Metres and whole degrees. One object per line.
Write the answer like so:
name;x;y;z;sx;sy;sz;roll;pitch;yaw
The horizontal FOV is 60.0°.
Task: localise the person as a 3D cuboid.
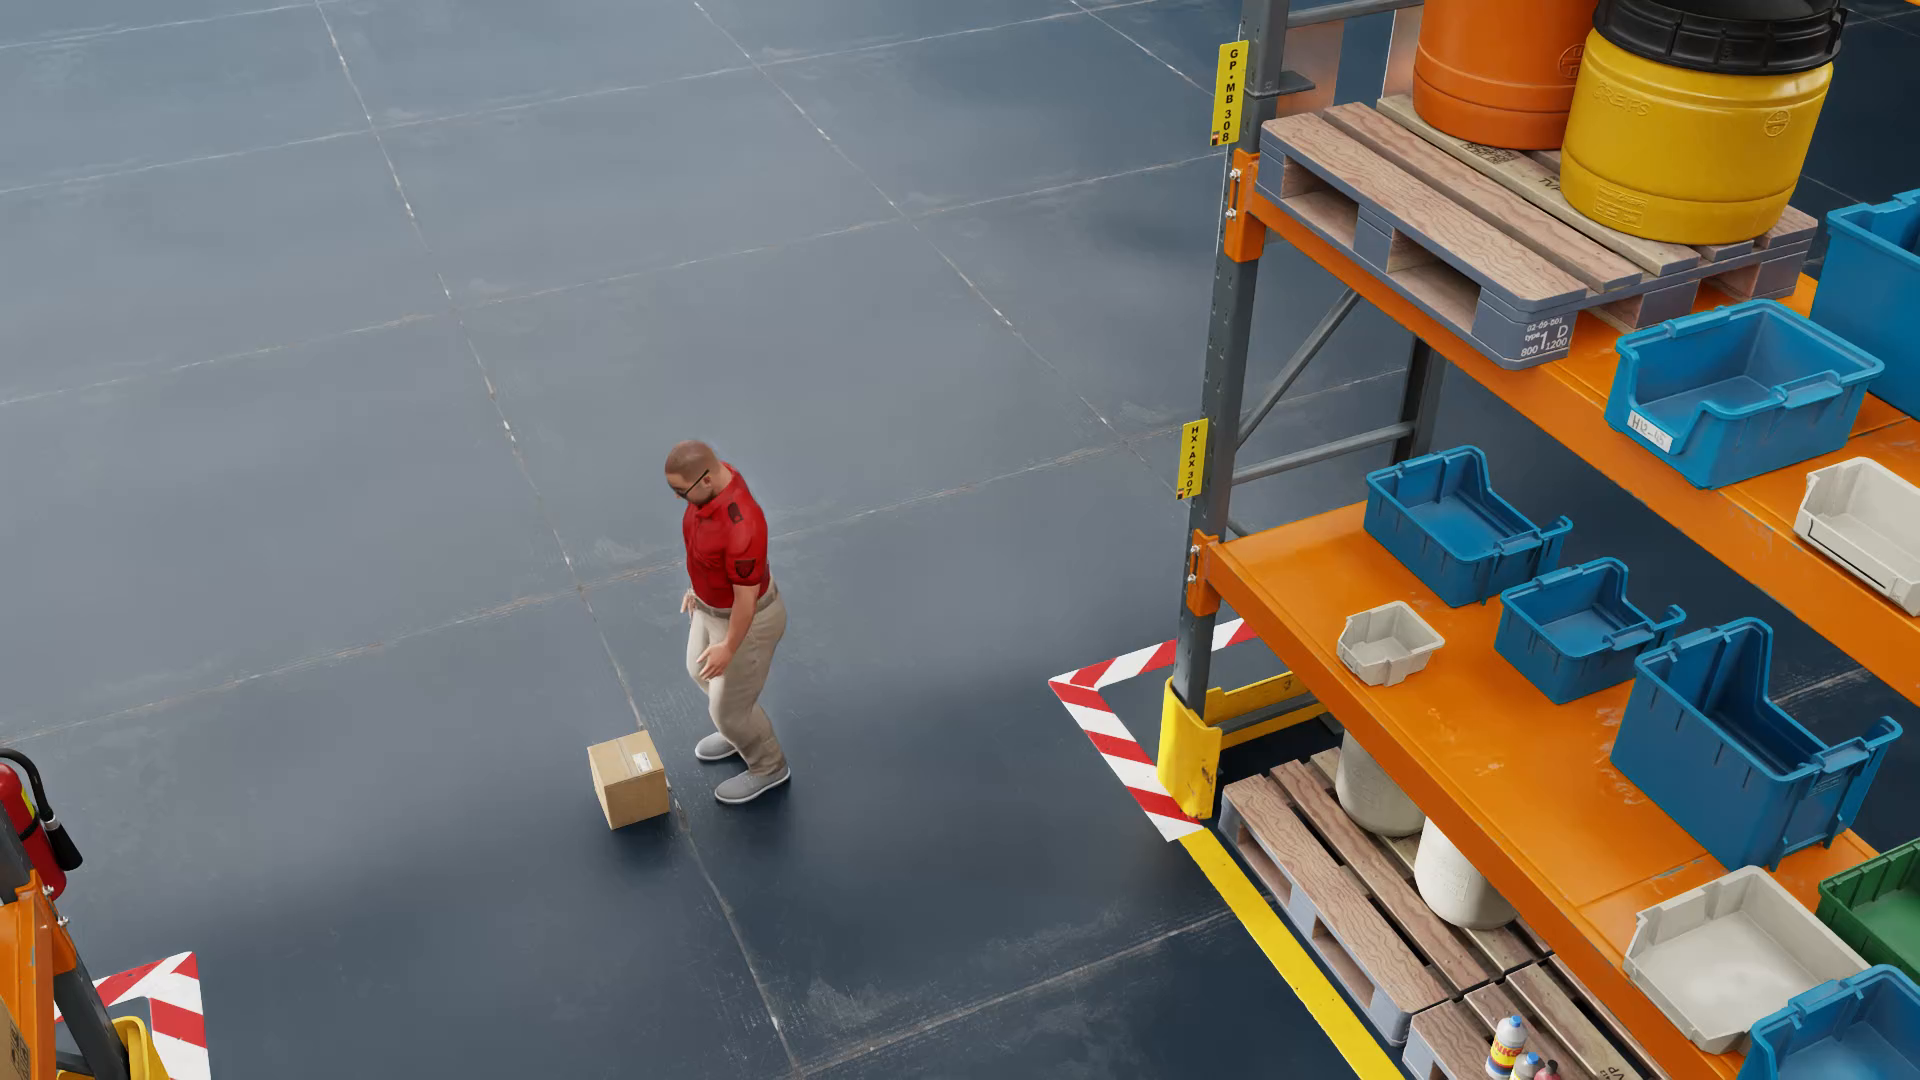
person;-0.892;0.301;6.516;0.410;1.687;0.553;-15;39;-19
